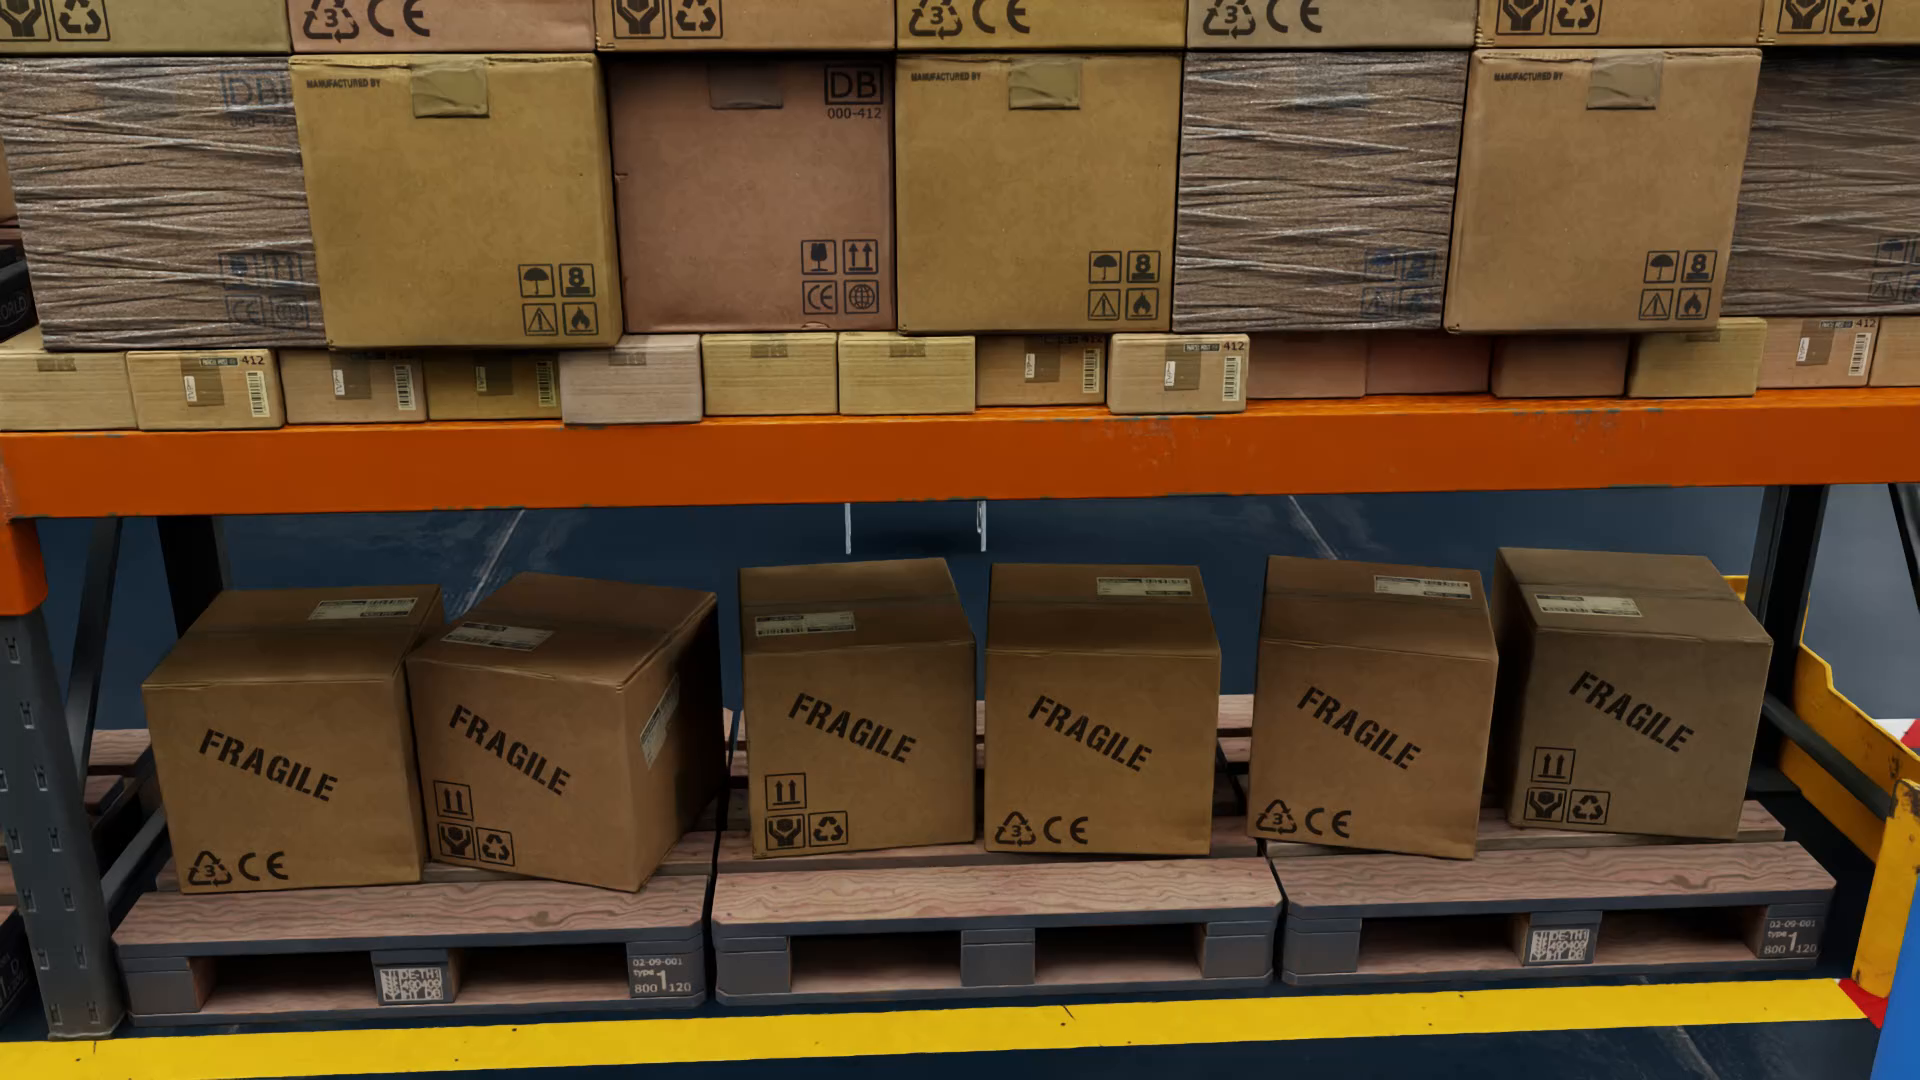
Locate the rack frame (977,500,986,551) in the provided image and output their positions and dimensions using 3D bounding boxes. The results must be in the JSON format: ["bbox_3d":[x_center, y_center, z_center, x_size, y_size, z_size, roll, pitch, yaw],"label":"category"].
[{"bbox_3d":[0.078,-0.562,5.912,0.015,1.200,0.240,-1,21,-3],"label":"rack frame"}]

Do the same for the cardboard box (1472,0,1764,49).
[{"bbox_3d":[1.124,-1.173,3.022,0.500,0.500,0.500,-1,21,-3],"label":"cardboard box"}]

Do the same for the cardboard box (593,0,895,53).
[{"bbox_3d":[-0.374,-1.142,2.942,0.500,0.500,0.500,-1,21,-3],"label":"cardboard box"}]

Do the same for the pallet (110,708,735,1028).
[{"bbox_3d":[-1.167,0.727,3.914,1.213,0.211,1.003,-1,21,-3],"label":"pallet"}]

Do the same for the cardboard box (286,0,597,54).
[{"bbox_3d":[-0.873,-1.132,2.916,0.500,0.500,0.500,-1,21,-3],"label":"cardboard box"}]

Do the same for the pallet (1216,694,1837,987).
[{"bbox_3d":[1.269,0.678,4.044,1.213,0.211,1.003,-1,21,-3],"label":"pallet"}]

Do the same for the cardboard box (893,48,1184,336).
[{"bbox_3d":[0.113,-0.762,3.348,0.500,0.500,0.875,-1,21,-3],"label":"cardboard box"}]

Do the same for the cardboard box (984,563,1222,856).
[{"bbox_3d":[0.312,0.378,3.835,0.500,0.500,0.500,1,21,2],"label":"cardboard box"}]

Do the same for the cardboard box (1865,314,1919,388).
[{"bbox_3d":[1.885,-0.435,3.400,0.250,0.149,0.380,-1,21,-3],"label":"cardboard box"}]

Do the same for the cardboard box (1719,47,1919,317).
[{"bbox_3d":[1.607,-0.815,3.488,0.500,0.500,0.875,-1,21,-3],"label":"cardboard box"}]

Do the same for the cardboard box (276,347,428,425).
[{"bbox_3d":[-1.106,-0.345,3.165,0.250,0.149,0.380,-1,21,-3],"label":"cardboard box"}]

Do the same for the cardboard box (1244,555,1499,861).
[{"bbox_3d":[0.939,0.372,3.851,0.500,0.500,0.500,4,21,11],"label":"cardboard box"}]

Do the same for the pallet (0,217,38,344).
[{"bbox_3d":[-2.607,-0.496,3.478,1.213,0.211,1.003,-1,21,-3],"label":"pallet"}]

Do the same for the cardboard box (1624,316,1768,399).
[{"bbox_3d":[1.389,-0.406,3.325,0.250,0.149,0.380,-1,21,-3],"label":"cardboard box"}]

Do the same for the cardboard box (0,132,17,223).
[{"bbox_3d":[-2.637,-1.060,3.256,1.000,1.000,1.000,-1,21,-3],"label":"cardboard box"}]

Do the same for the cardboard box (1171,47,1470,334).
[{"bbox_3d":[0.613,-0.768,3.363,0.500,0.500,0.875,-1,21,-3],"label":"cardboard box"}]

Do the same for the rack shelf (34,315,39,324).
[{"bbox_3d":[-3.832,-0.173,3.371,4.000,0.370,1.077,-1,21,-3],"label":"rack shelf"}]

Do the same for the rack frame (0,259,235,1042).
[{"bbox_3d":[-1.836,-0.550,3.349,0.127,3.000,1.000,-1,21,-3],"label":"rack frame"}]

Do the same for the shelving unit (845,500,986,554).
[{"bbox_3d":[-0.165,-0.557,5.899,0.503,1.200,0.258,-1,21,-3],"label":"shelving unit"}]

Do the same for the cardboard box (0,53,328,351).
[{"bbox_3d":[-1.383,-0.723,3.245,0.500,0.500,0.875,-1,21,-3],"label":"cardboard box"}]

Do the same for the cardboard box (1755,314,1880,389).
[{"bbox_3d":[1.635,-0.430,3.387,0.250,0.149,0.380,-1,21,-3],"label":"cardboard box"}]

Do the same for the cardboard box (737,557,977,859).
[{"bbox_3d":[-0.247,0.373,3.847,0.500,0.500,0.500,-3,21,-8],"label":"cardboard box"}]

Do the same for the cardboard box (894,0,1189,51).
[{"bbox_3d":[0.125,-1.156,2.979,0.500,0.500,0.500,-1,21,-3],"label":"cardboard box"}]

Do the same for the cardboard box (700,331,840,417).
[{"bbox_3d":[-0.357,-0.364,3.214,0.250,0.149,0.380,-1,21,-3],"label":"cardboard box"}]

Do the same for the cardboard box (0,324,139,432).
[{"bbox_3d":[-1.604,-0.330,3.125,0.250,0.149,0.380,-1,21,-3],"label":"cardboard box"}]

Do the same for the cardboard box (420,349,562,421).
[{"bbox_3d":[-0.856,-0.354,3.187,0.250,0.149,0.380,-1,21,-3],"label":"cardboard box"}]

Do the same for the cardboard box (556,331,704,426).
[{"bbox_3d":[-0.605,-0.344,3.162,0.250,0.149,0.380,-1,21,-3],"label":"cardboard box"}]

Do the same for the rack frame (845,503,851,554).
[{"bbox_3d":[-0.409,-0.552,5.886,0.015,1.200,0.240,-1,21,-3],"label":"rack frame"}]

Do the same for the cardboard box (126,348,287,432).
[{"bbox_3d":[-1.354,-0.330,3.126,0.250,0.149,0.380,-1,21,-3],"label":"cardboard box"}]

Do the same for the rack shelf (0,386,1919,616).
[{"bbox_3d":[0.161,-0.254,3.584,4.000,0.370,1.077,-1,21,-3],"label":"rack shelf"}]

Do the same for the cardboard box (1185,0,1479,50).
[{"bbox_3d":[0.625,-1.164,2.998,0.500,0.500,0.500,-1,21,-3],"label":"cardboard box"}]

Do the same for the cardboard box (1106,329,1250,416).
[{"bbox_3d":[0.393,-0.367,3.222,0.250,0.149,0.380,-1,21,-3],"label":"cardboard box"}]

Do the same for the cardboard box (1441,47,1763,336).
[{"bbox_3d":[1.115,-0.763,3.350,0.500,0.500,0.875,-1,21,-3],"label":"cardboard box"}]

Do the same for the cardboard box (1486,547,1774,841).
[{"bbox_3d":[1.533,0.348,3.915,0.500,0.500,0.500,3,21,7],"label":"cardboard box"}]

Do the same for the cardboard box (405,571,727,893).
[{"bbox_3d":[-0.863,0.414,3.741,0.500,0.500,0.500,5,22,14],"label":"cardboard box"}]

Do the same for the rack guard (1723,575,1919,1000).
[{"bbox_3d":[2.082,0.539,4.003,0.348,0.500,1.175,-1,21,-3],"label":"rack guard"}]

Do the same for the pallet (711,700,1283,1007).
[{"bbox_3d":[0.054,0.701,3.982,1.213,0.211,1.003,-1,21,-3],"label":"pallet"}]

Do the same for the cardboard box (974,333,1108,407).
[{"bbox_3d":[0.140,-0.386,3.273,0.250,0.149,0.380,-1,21,-3],"label":"cardboard box"}]

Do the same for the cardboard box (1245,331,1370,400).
[{"bbox_3d":[0.638,-0.403,3.318,0.250,0.149,0.380,-1,21,-3],"label":"cardboard box"}]

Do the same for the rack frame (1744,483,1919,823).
[{"bbox_3d":[2.158,-0.631,3.563,0.127,3.000,1.000,-1,21,-3],"label":"rack frame"}]

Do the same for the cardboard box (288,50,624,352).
[{"bbox_3d":[-0.882,-0.720,3.239,0.500,0.500,0.875,-1,21,-3],"label":"cardboard box"}]

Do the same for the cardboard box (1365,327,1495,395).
[{"bbox_3d":[0.886,-0.416,3.352,0.250,0.149,0.380,-1,21,-3],"label":"cardboard box"}]

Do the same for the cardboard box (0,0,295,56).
[{"bbox_3d":[-1.372,-1.122,2.888,0.500,0.500,0.500,-1,21,-3],"label":"cardboard box"}]

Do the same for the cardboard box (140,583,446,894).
[{"bbox_3d":[-1.434,0.428,3.703,0.500,0.500,0.500,-2,21,-5],"label":"cardboard box"}]

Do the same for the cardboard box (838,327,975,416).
[{"bbox_3d":[-0.107,-0.365,3.217,0.250,0.149,0.380,-1,21,-3],"label":"cardboard box"}]

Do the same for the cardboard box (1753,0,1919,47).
[{"bbox_3d":[1.623,-1.185,3.054,0.500,0.500,0.500,-1,21,-3],"label":"cardboard box"}]

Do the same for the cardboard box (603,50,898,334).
[{"bbox_3d":[-0.388,-0.766,3.359,0.500,0.500,0.875,-1,21,-3],"label":"cardboard box"}]

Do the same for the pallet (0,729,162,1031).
[{"bbox_3d":[-2.613,0.770,3.803,1.213,0.211,1.003,-1,21,-3],"label":"pallet"}]

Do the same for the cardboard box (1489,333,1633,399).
[{"bbox_3d":[1.138,-0.407,3.327,0.250,0.149,0.380,-1,21,-3],"label":"cardboard box"}]
